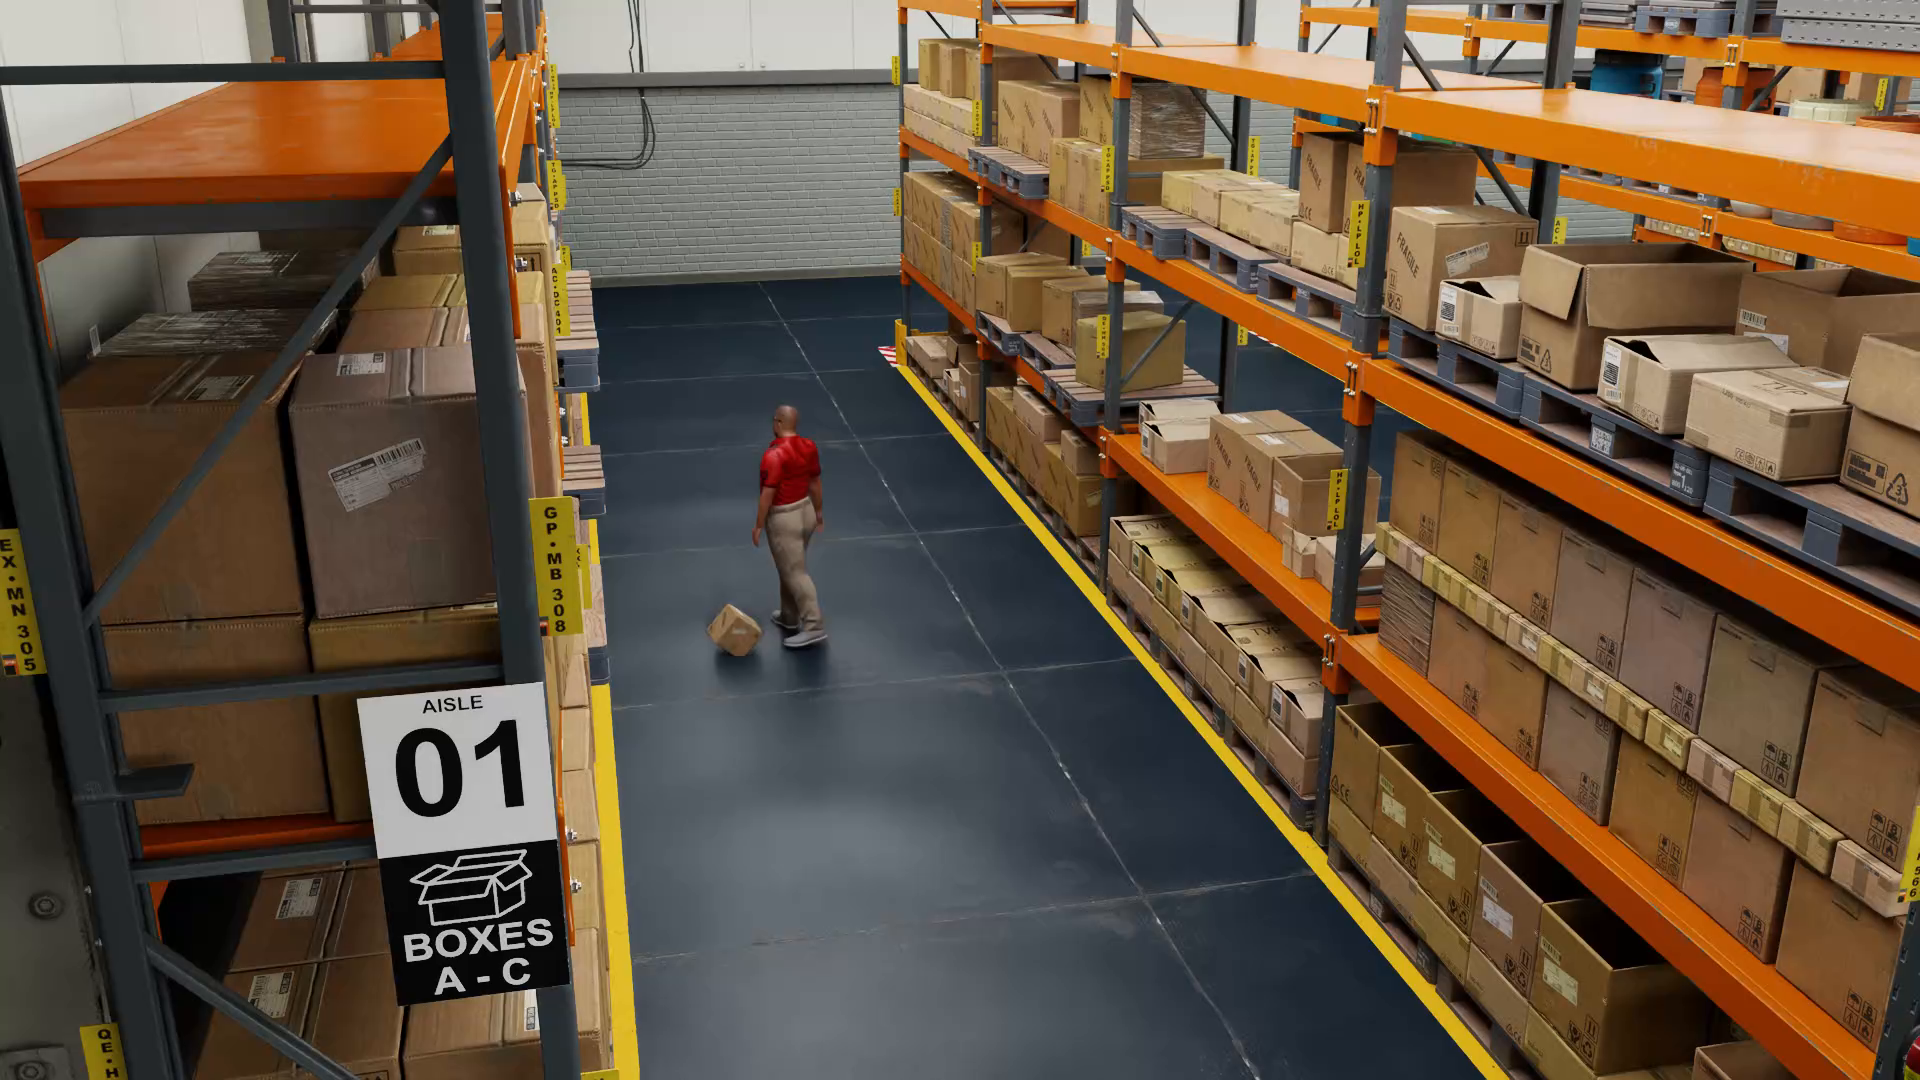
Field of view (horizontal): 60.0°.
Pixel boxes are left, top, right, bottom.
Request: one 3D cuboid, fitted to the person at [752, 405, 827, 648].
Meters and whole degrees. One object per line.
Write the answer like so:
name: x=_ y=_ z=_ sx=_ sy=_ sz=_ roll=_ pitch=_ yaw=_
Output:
person: x=-1.203 y=-0.127 z=11.961 sx=0.654 sy=1.718 sz=0.630 roll=11 pitch=22 yaw=29
